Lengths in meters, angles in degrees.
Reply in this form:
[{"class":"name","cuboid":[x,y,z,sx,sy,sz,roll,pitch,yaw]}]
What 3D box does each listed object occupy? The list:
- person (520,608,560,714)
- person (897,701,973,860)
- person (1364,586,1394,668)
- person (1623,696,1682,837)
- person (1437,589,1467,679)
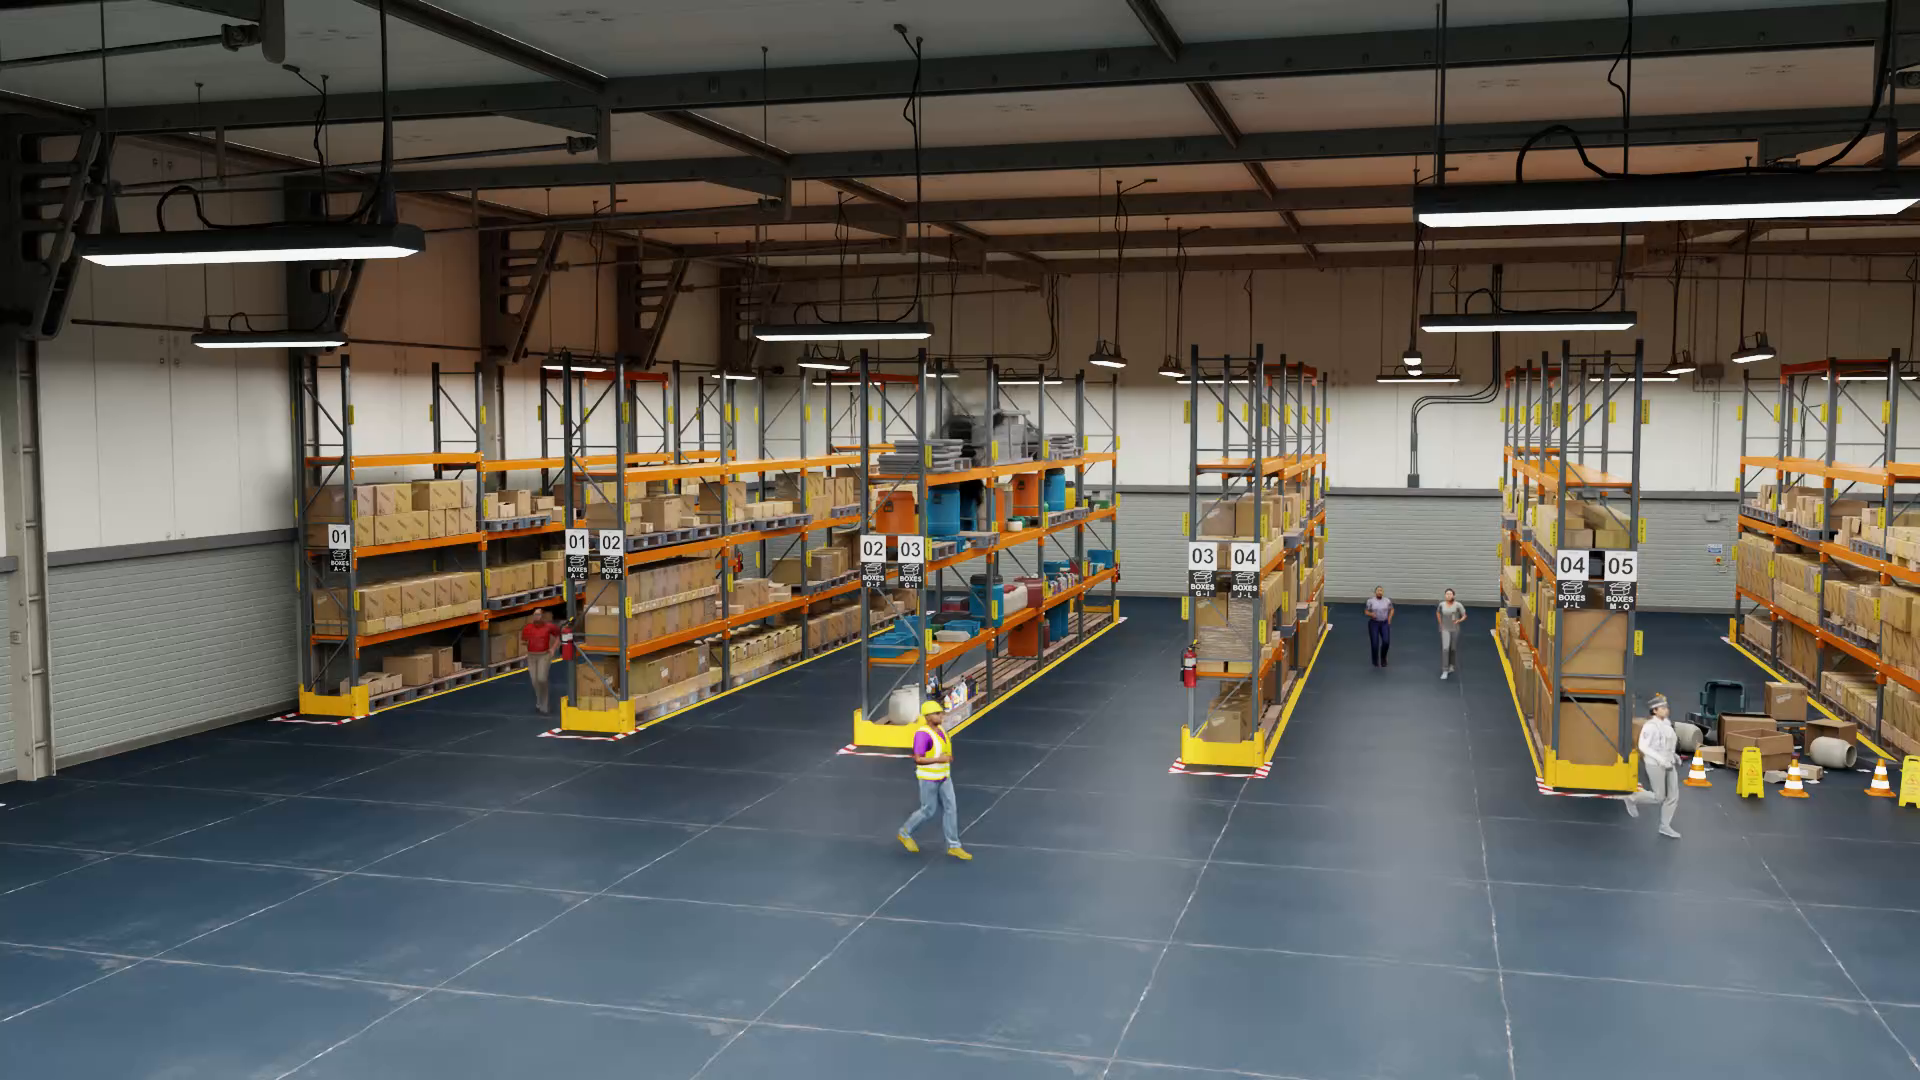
[{"class":"person","cuboid":[-7.111,2.049,28.091,0.640,1.781,0.727,0,4,6]},{"class":"person","cuboid":[-0.288,2.685,18.704,0.917,1.765,0.701,3,5,31]},{"class":"person","cuboid":[8.304,1.728,32.898,0.588,1.636,0.603,1,4,8]},{"class":"person","cuboid":[8.358,2.683,19.940,0.630,1.668,0.726,-3,5,-32]},{"class":"person","cuboid":[9.424,1.770,31.898,0.565,1.702,0.840,1,5,18]}]
